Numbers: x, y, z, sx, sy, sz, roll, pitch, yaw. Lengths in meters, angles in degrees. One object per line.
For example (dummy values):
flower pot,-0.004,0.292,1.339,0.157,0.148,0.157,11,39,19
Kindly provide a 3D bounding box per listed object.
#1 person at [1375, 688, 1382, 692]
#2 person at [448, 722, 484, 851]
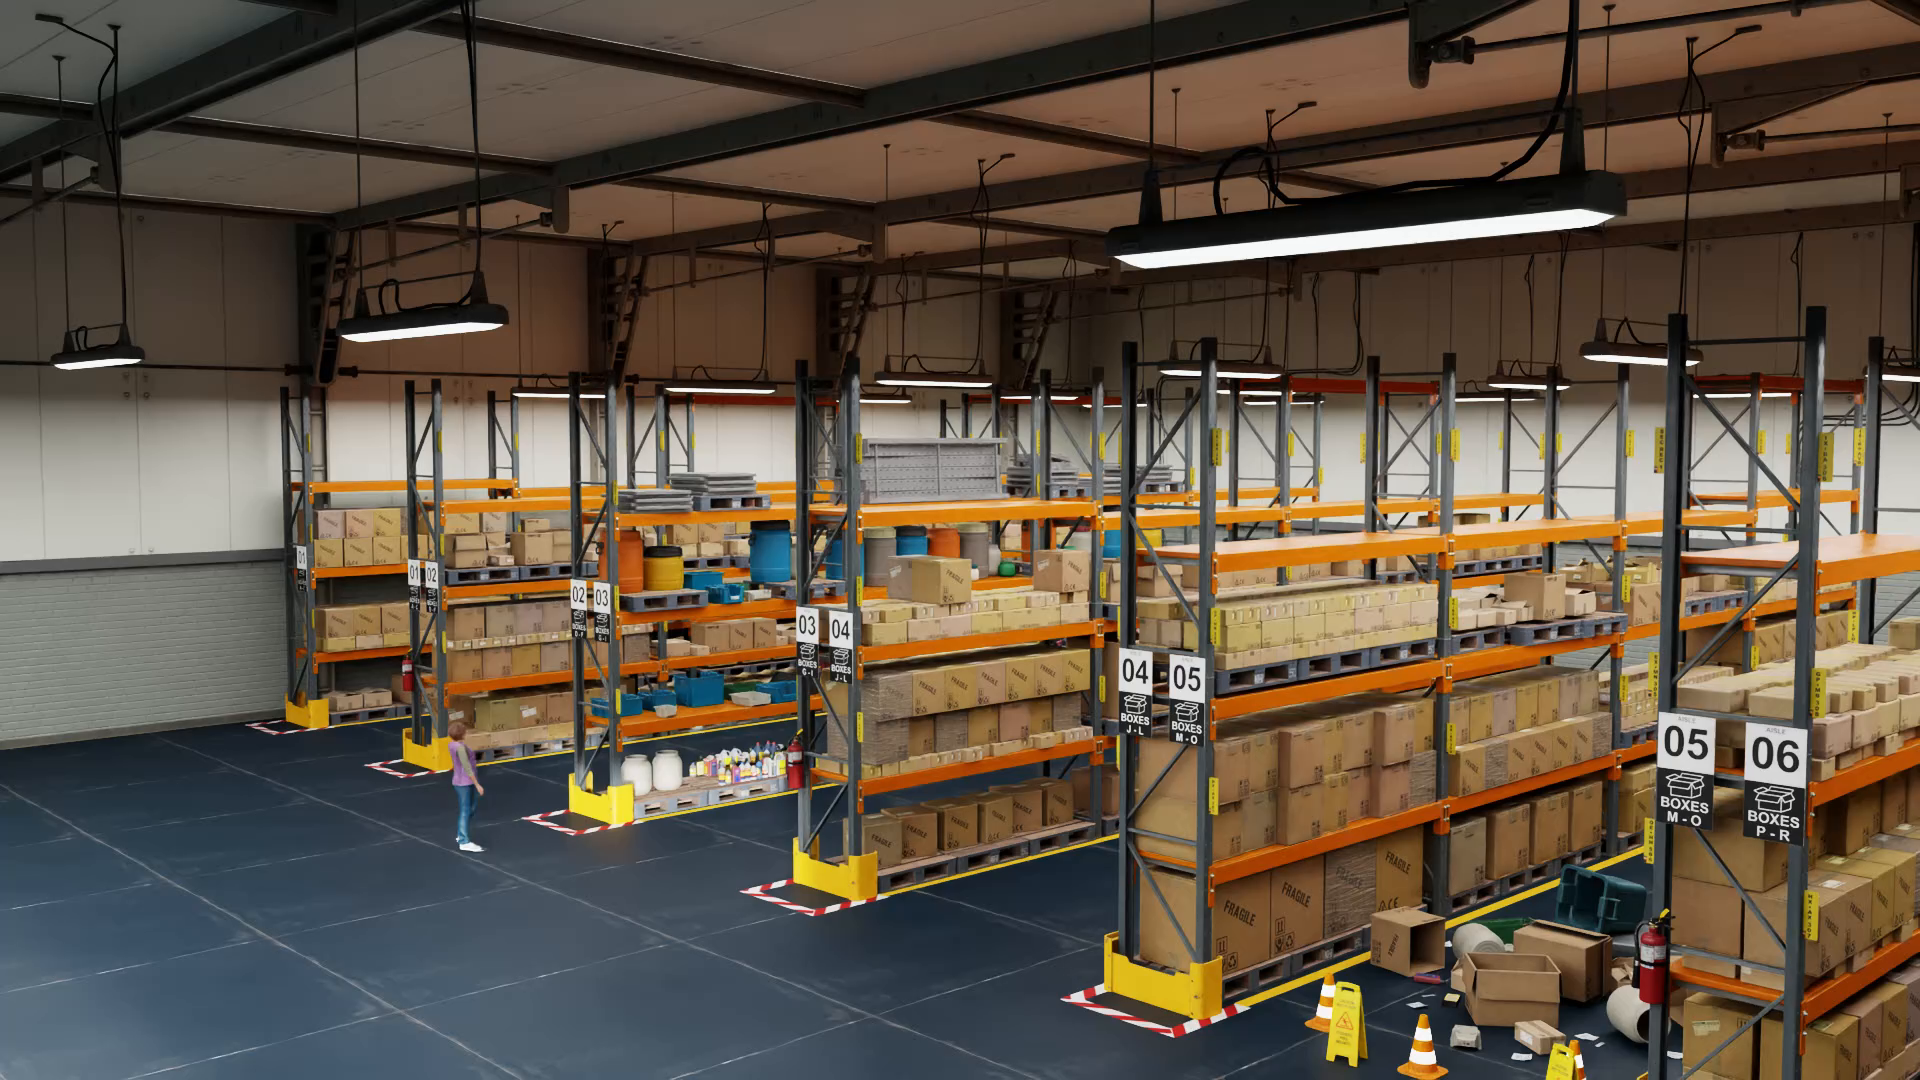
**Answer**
person,5.668,2.835,23.037,0.597,1.731,0.435,-1,4,-19
person,-6.111,3.060,20.608,0.451,1.633,0.464,0,4,-7
